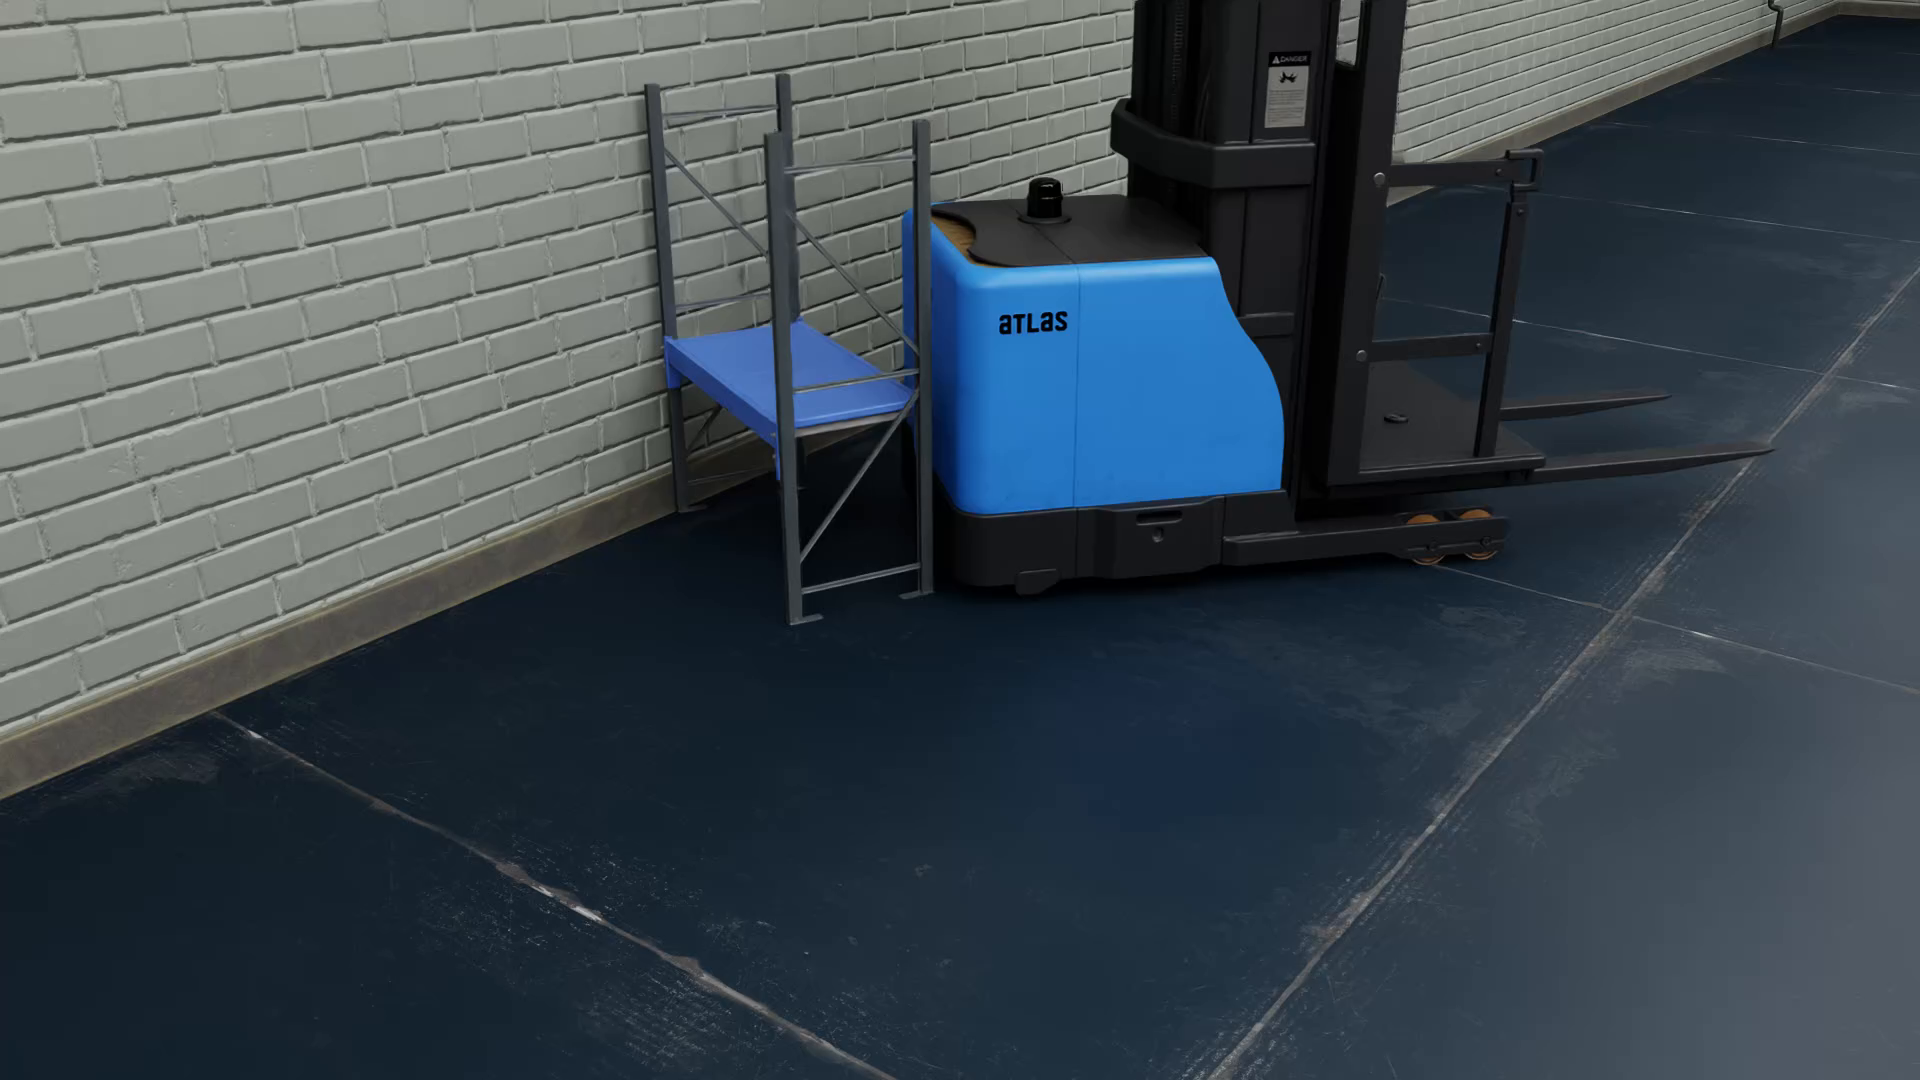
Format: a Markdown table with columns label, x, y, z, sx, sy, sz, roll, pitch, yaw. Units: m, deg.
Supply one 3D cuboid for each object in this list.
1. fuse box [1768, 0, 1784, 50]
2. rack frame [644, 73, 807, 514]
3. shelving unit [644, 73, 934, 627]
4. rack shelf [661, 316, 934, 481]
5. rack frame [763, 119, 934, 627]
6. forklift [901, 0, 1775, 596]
| label | x | y | z | sx | sy | sz | roll | pitch | yaw |
| --- | --- | --- | --- | --- | --- | --- | --- | --- | --- |
| fuse box | 8.551 | -5.916 | 17.055 | 0.414 | 1.711 | 0.539 | 17 | 29 | 33 |
| rack frame | -0.795 | -0.831 | 5.777 | 0.500 | 1.500 | 0.032 | -12 | 27 | -26 |
| shelving unit | -0.554 | -0.651 | 5.367 | 0.538 | 1.500 | 1.048 | -12 | 27 | -26 |
| rack shelf | -0.554 | -0.486 | 5.440 | 0.538 | 0.185 | 1.000 | -12 | 27 | -26 |
| rack frame | -0.312 | -0.471 | 4.958 | 0.500 | 1.500 | 0.032 | -12 | 27 | -26 |
| forklift | 1.360 | -1.459 | 5.426 | 3.031 | 2.935 | 1.130 | -5 | 24 | -12 |
